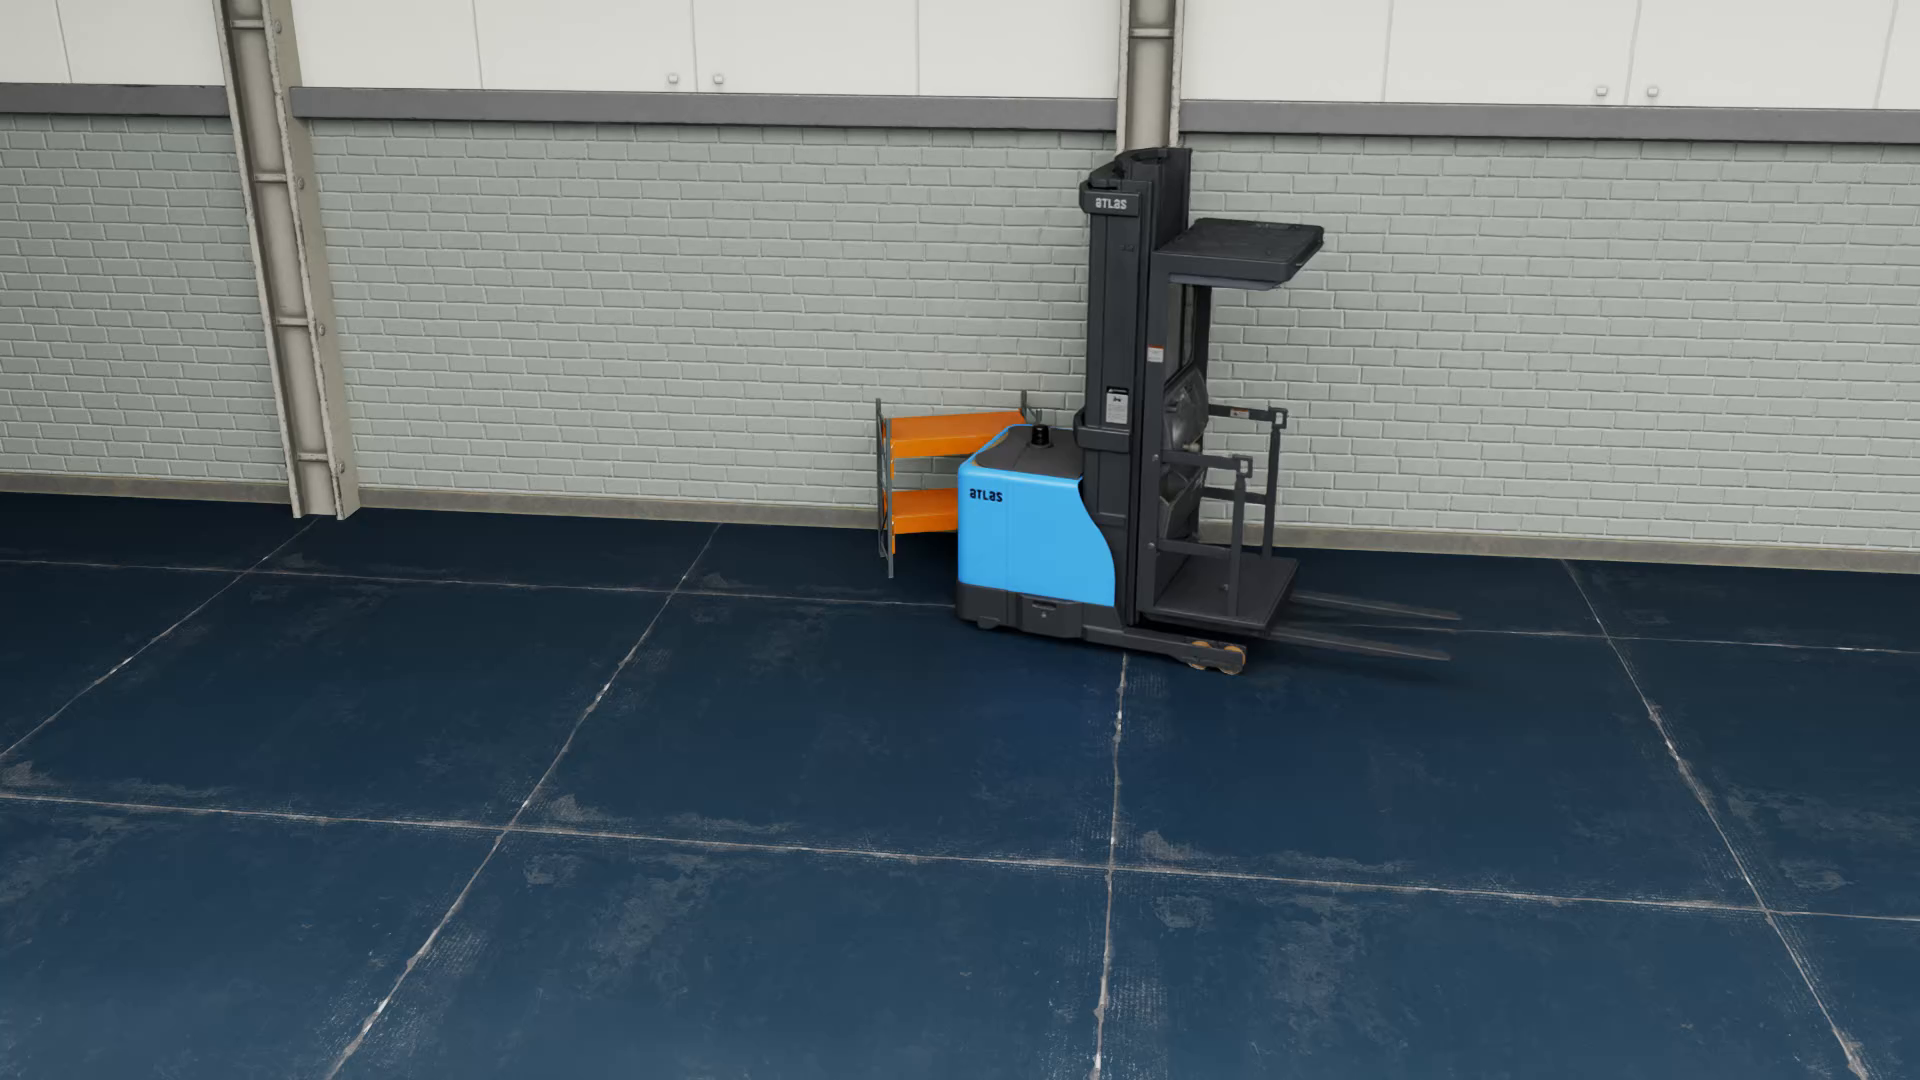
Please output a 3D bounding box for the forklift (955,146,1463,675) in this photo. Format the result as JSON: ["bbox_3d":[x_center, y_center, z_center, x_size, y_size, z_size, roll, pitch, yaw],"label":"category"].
[{"bbox_3d":[1.541,-0.783,9.934,3.031,2.935,1.130,8,23,20],"label":"forklift"}]

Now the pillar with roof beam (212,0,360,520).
[{"bbox_3d":[-5.251,-2.828,6.852,0.400,9.000,9.100,2,22,6],"label":"pillar with roof beam"}]

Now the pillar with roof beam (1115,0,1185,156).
[{"bbox_3d":[0.707,-2.568,6.196,0.400,9.000,9.100,2,22,6],"label":"pillar with roof beam"}]

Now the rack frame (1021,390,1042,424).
[{"bbox_3d":[0.485,-0.426,11.488,0.032,1.125,0.500,-4,22,-10],"label":"rack frame"}]

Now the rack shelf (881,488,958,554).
[{"bbox_3d":[-0.015,-0.163,11.488,1.000,0.278,0.538,-4,22,-10],"label":"rack shelf"}]

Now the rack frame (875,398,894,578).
[{"bbox_3d":[-0.514,-0.356,11.309,0.032,1.125,0.500,-4,22,-10],"label":"rack frame"}]

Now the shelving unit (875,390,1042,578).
[{"bbox_3d":[-0.015,-0.391,11.399,1.048,1.125,0.538,-4,22,-10],"label":"shelving unit"}]

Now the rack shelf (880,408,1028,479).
[{"bbox_3d":[-0.015,-0.663,11.291,1.000,0.278,0.538,-4,22,-10],"label":"rack shelf"}]
